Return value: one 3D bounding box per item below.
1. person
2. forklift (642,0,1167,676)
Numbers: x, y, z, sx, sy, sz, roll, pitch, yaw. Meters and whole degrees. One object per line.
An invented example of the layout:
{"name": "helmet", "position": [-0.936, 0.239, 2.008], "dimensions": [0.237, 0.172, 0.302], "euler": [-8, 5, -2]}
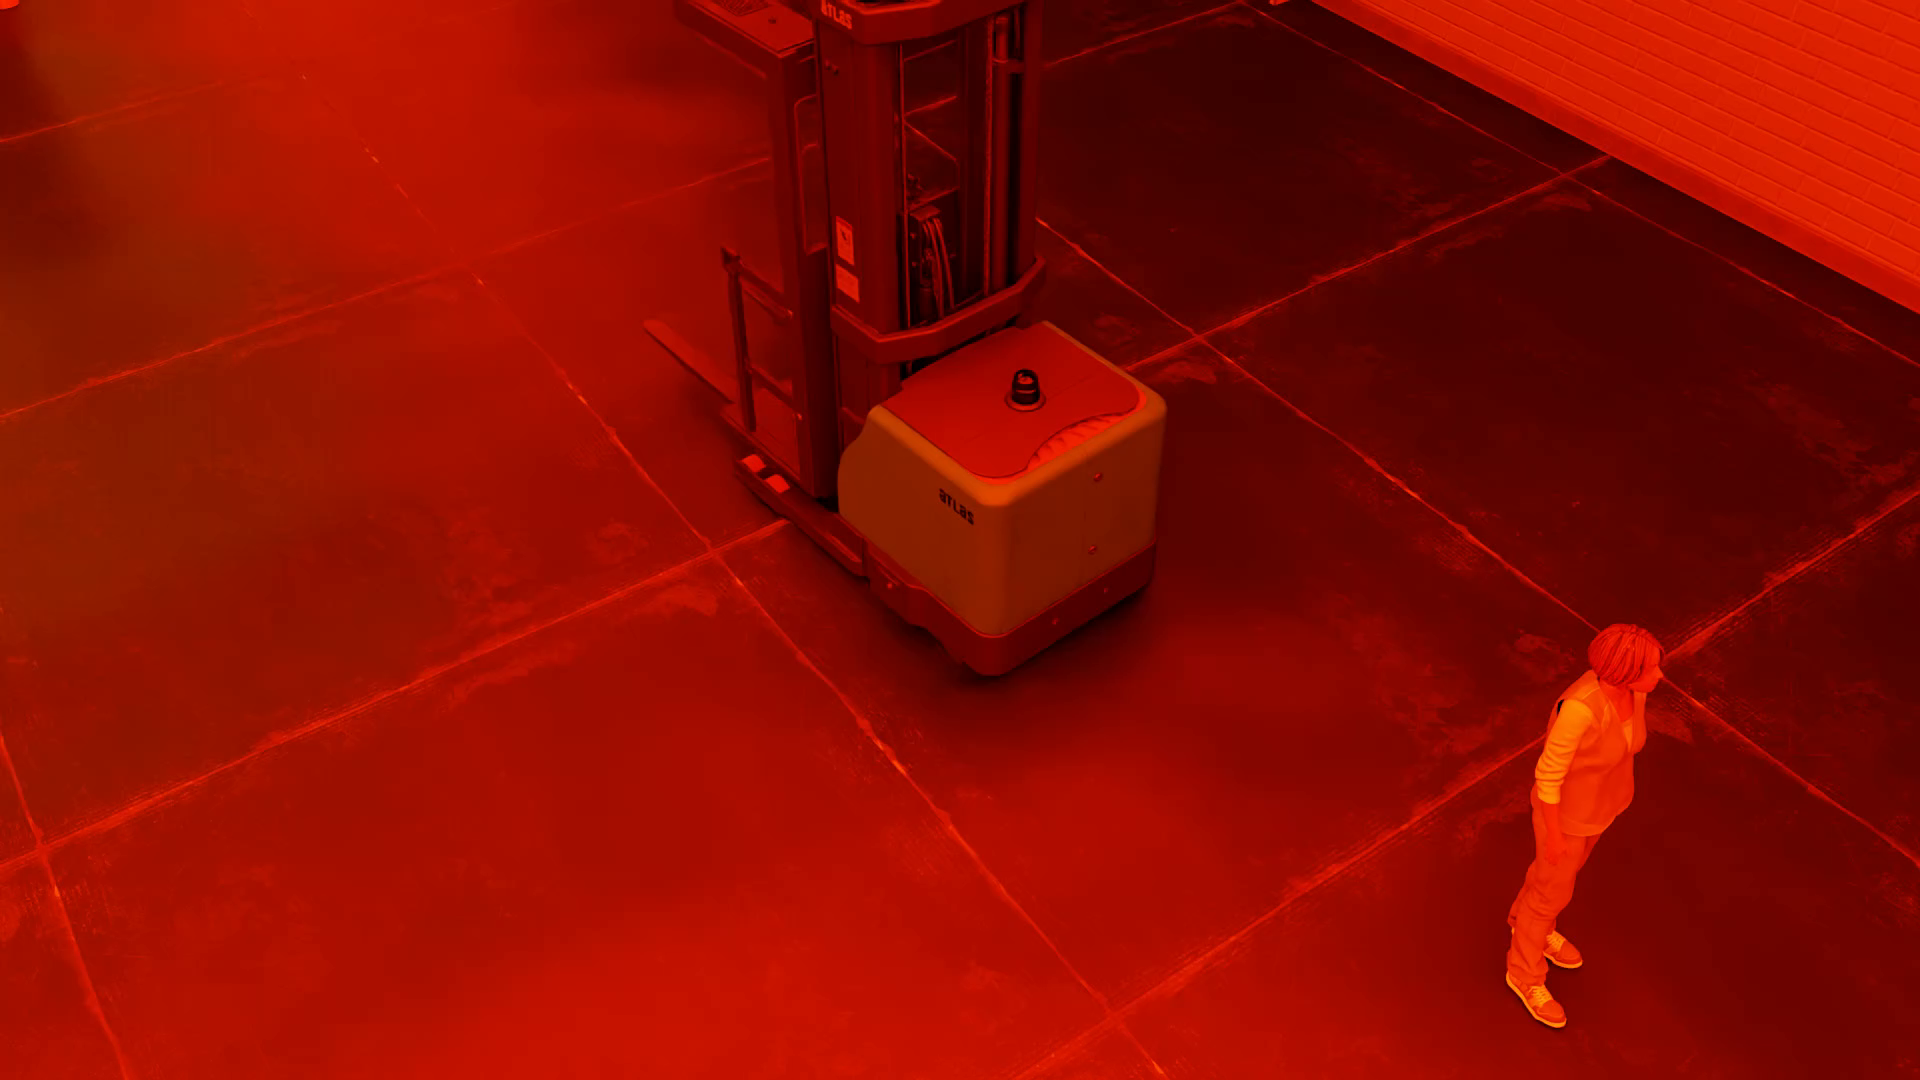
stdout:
{"name": "person", "position": [2.163, 0.950, 5.659], "dimensions": [0.520, 1.597, 0.475], "euler": [-32, 51, -30]}
{"name": "forklift", "position": [-0.451, -1.424, 7.261], "dimensions": [1.130, 2.935, 3.031], "euler": [-30, 50, -28]}
